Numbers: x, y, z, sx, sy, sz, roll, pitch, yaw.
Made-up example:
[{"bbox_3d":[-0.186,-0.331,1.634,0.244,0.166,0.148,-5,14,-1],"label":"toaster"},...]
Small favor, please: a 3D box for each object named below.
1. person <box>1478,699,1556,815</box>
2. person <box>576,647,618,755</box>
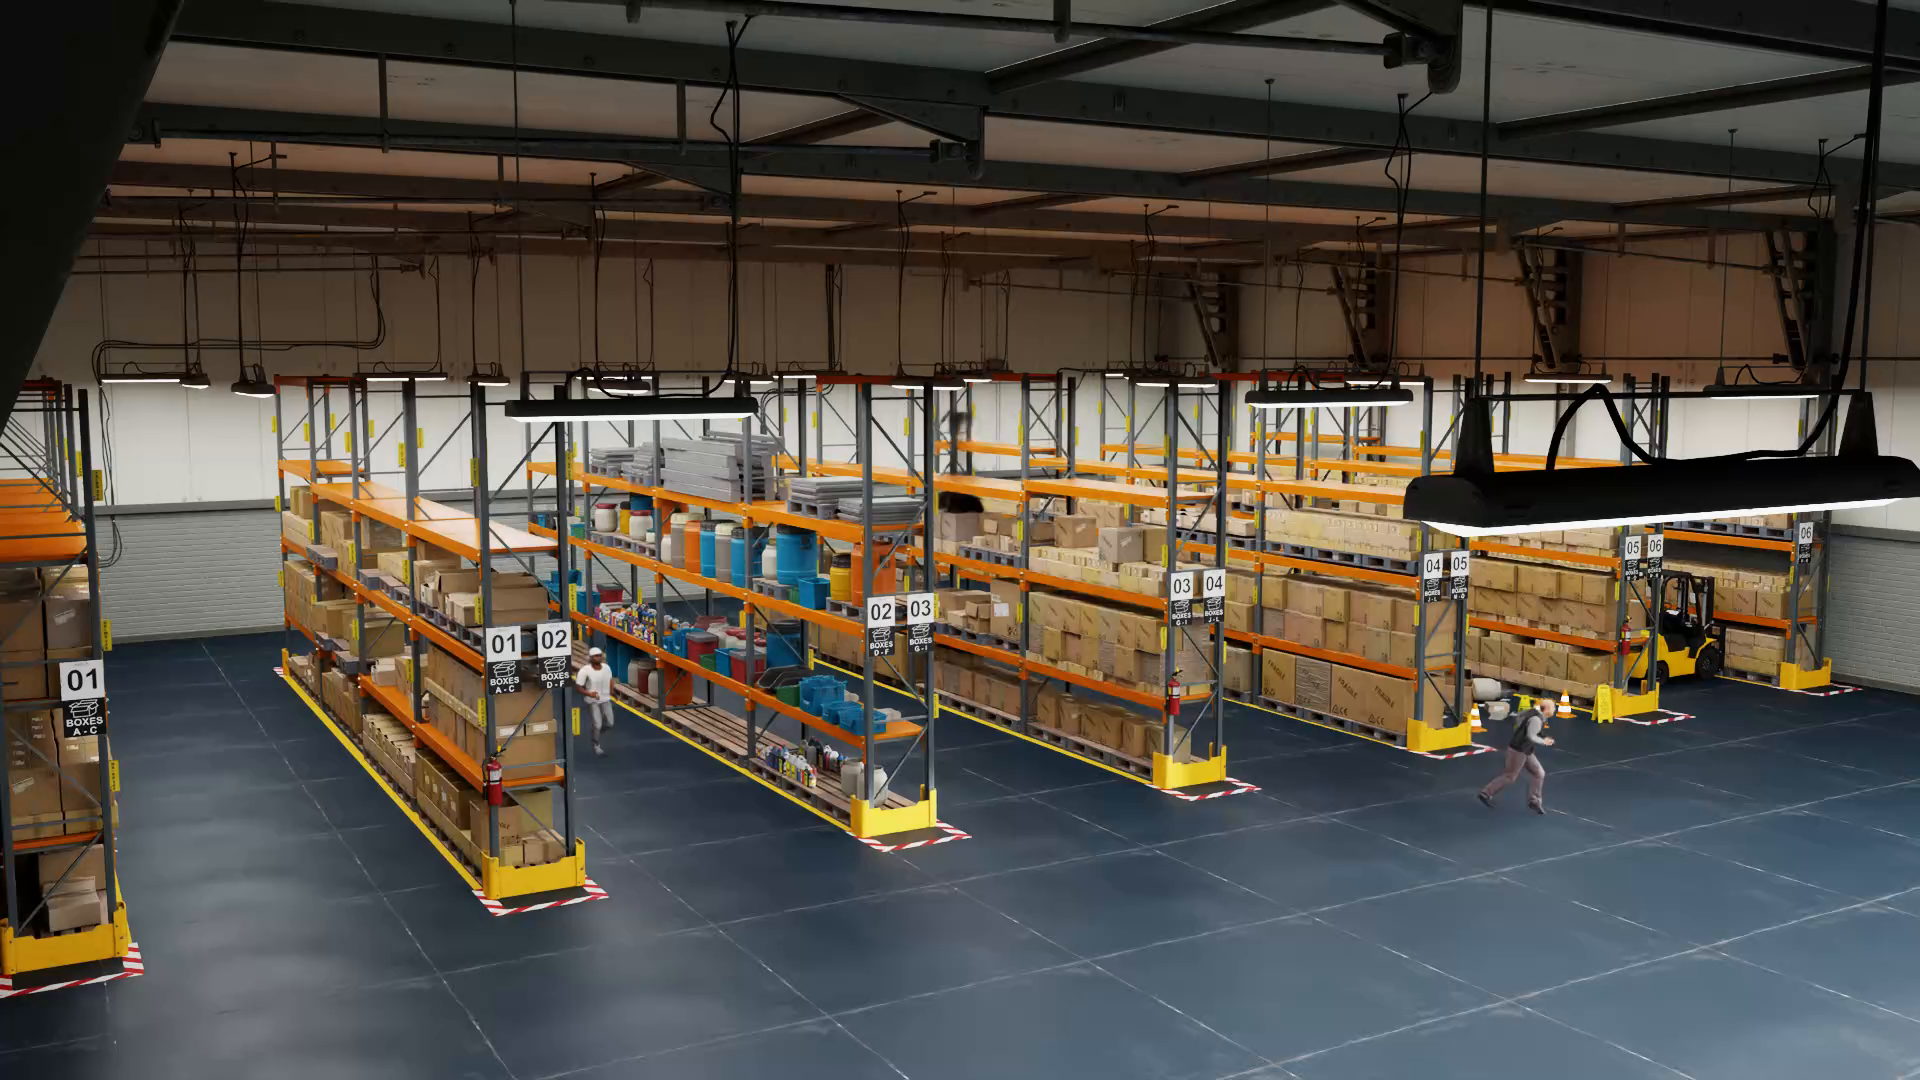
[{"bbox_3d":[7.757,3.015,23.186,0.987,1.682,0.701,2,7,16],"label":"person"},{"bbox_3d":[-5.787,2.571,26.600,0.700,1.723,0.583,-5,8,-40],"label":"person"}]
